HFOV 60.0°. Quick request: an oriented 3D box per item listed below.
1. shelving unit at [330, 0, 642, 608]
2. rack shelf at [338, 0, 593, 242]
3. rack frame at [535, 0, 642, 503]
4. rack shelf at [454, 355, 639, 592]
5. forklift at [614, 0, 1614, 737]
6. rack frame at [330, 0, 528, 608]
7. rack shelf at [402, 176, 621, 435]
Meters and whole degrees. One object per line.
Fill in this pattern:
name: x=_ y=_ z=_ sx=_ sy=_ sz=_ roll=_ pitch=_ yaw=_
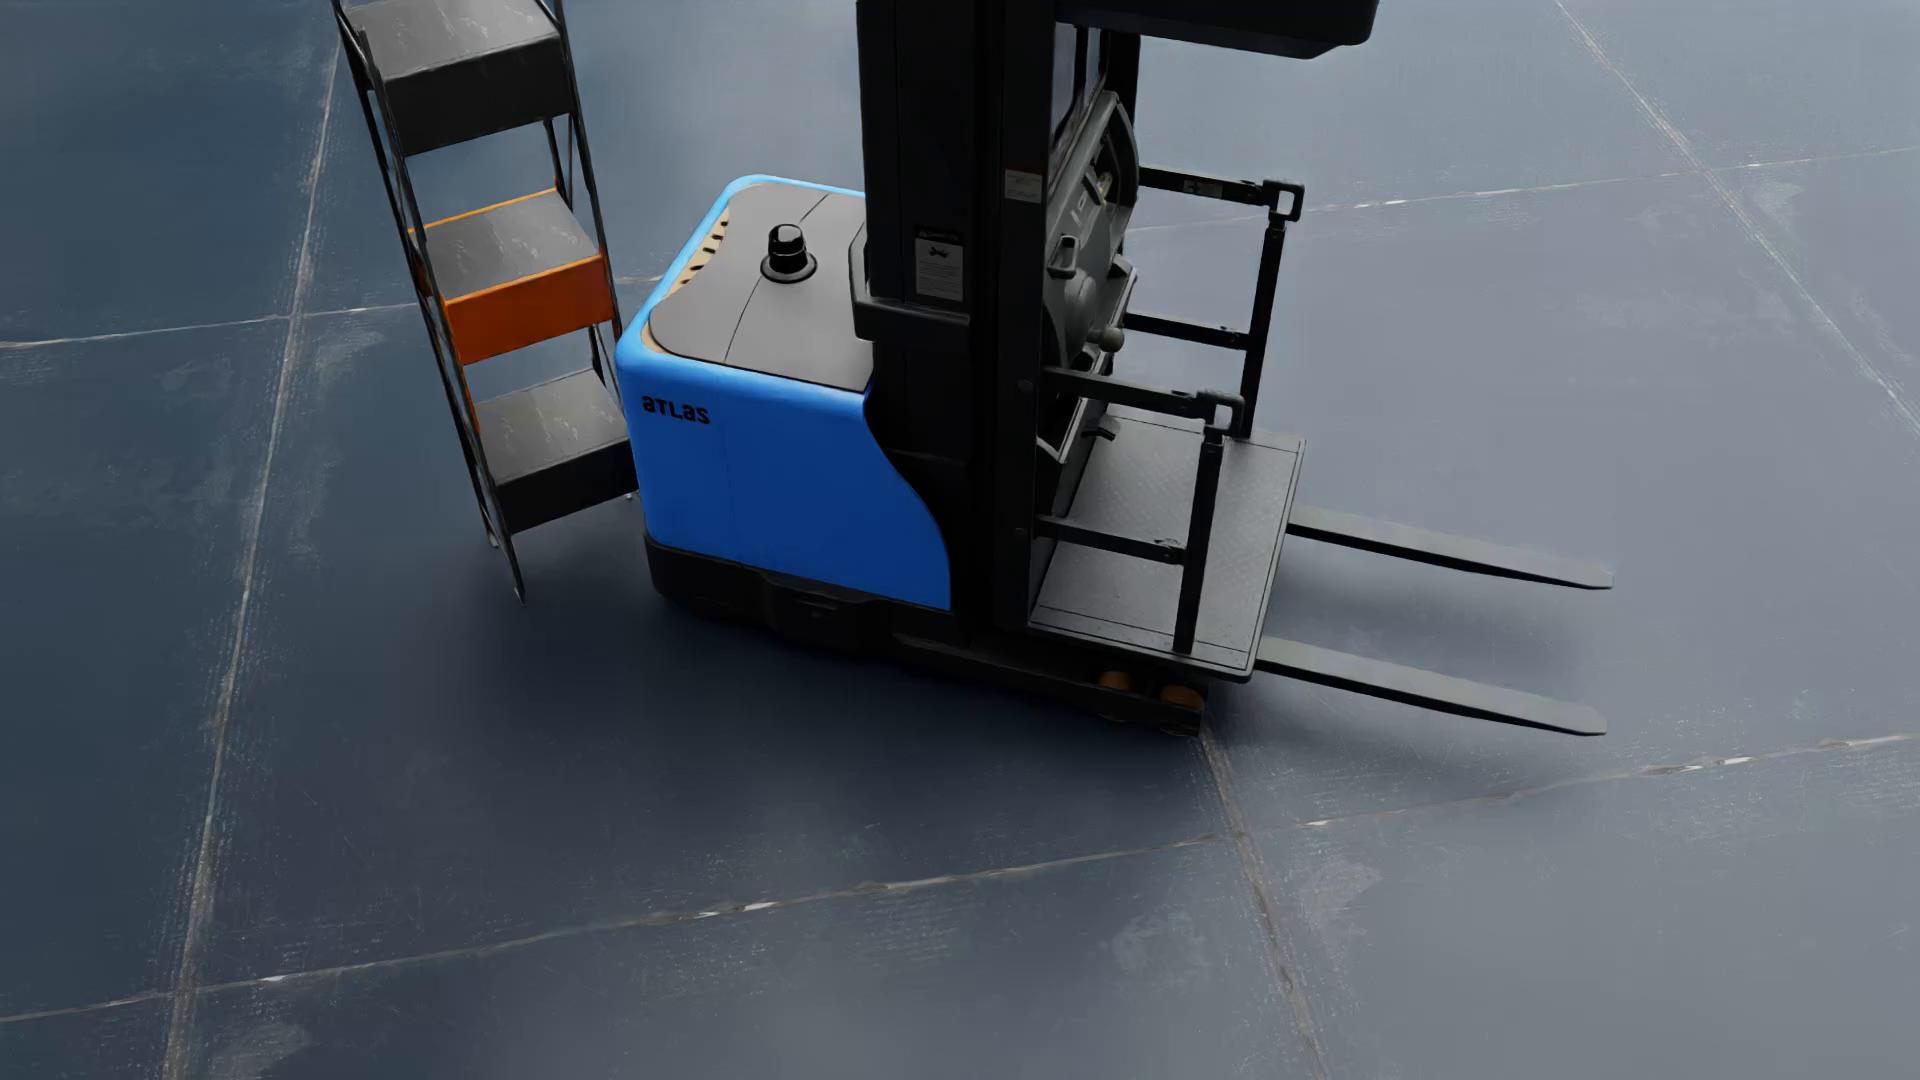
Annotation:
shelving unit: x=-1.328 y=-0.715 z=4.981 sx=0.503 sy=2.100 sz=0.431 roll=-22 pitch=50 yaw=-20
rack shelf: x=-1.328 y=-1.191 z=4.487 sx=0.480 sy=0.518 sz=0.431 roll=-22 pitch=50 yaw=-20
rack frame: x=-1.114 y=-0.800 z=5.062 sx=0.015 sy=2.100 sz=0.400 roll=-22 pitch=50 yaw=-20
rack shelf: x=-1.328 y=-0.220 z=5.495 sx=0.480 sy=0.518 sz=0.431 roll=-22 pitch=50 yaw=-20
forklift: x=0.551 y=-0.839 z=4.523 sx=3.031 sy=2.935 sz=1.130 roll=12 pitch=47 yaw=12
rack frame: x=-1.542 y=-0.630 z=4.899 sx=0.015 sy=2.100 sz=0.400 roll=-22 pitch=50 yaw=-20
rack shelf: x=-1.328 y=-0.706 z=4.991 sx=0.480 sy=0.518 sz=0.431 roll=-22 pitch=50 yaw=-20
